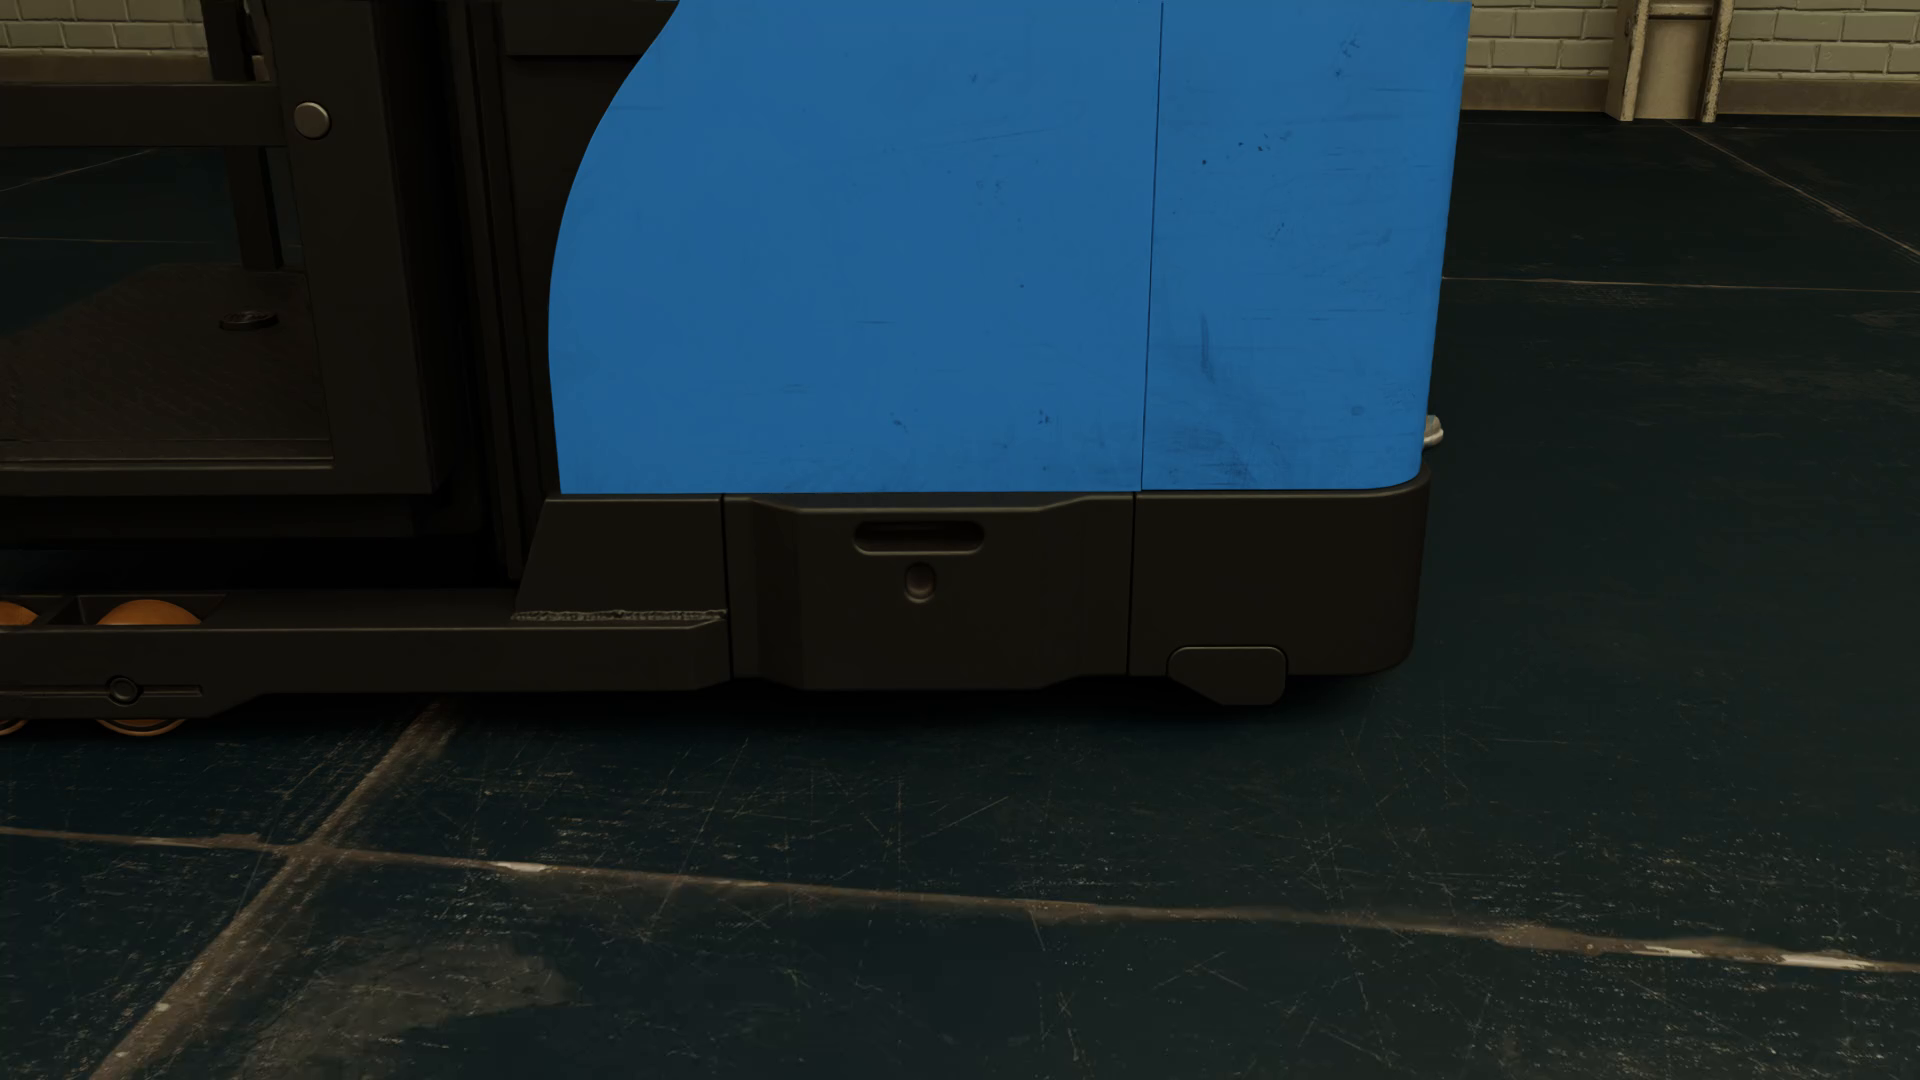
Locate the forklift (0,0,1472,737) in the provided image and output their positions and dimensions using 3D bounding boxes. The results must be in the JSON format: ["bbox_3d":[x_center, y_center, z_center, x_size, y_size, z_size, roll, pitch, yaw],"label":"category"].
[{"bbox_3d":[-0.935,-1.313,2.015,3.031,2.935,1.130,0,22,-1],"label":"forklift"}]

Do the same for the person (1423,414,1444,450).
[{"bbox_3d":[0.682,-1.094,3.425,0.892,1.472,1.175,9,24,21],"label":"person"}]
